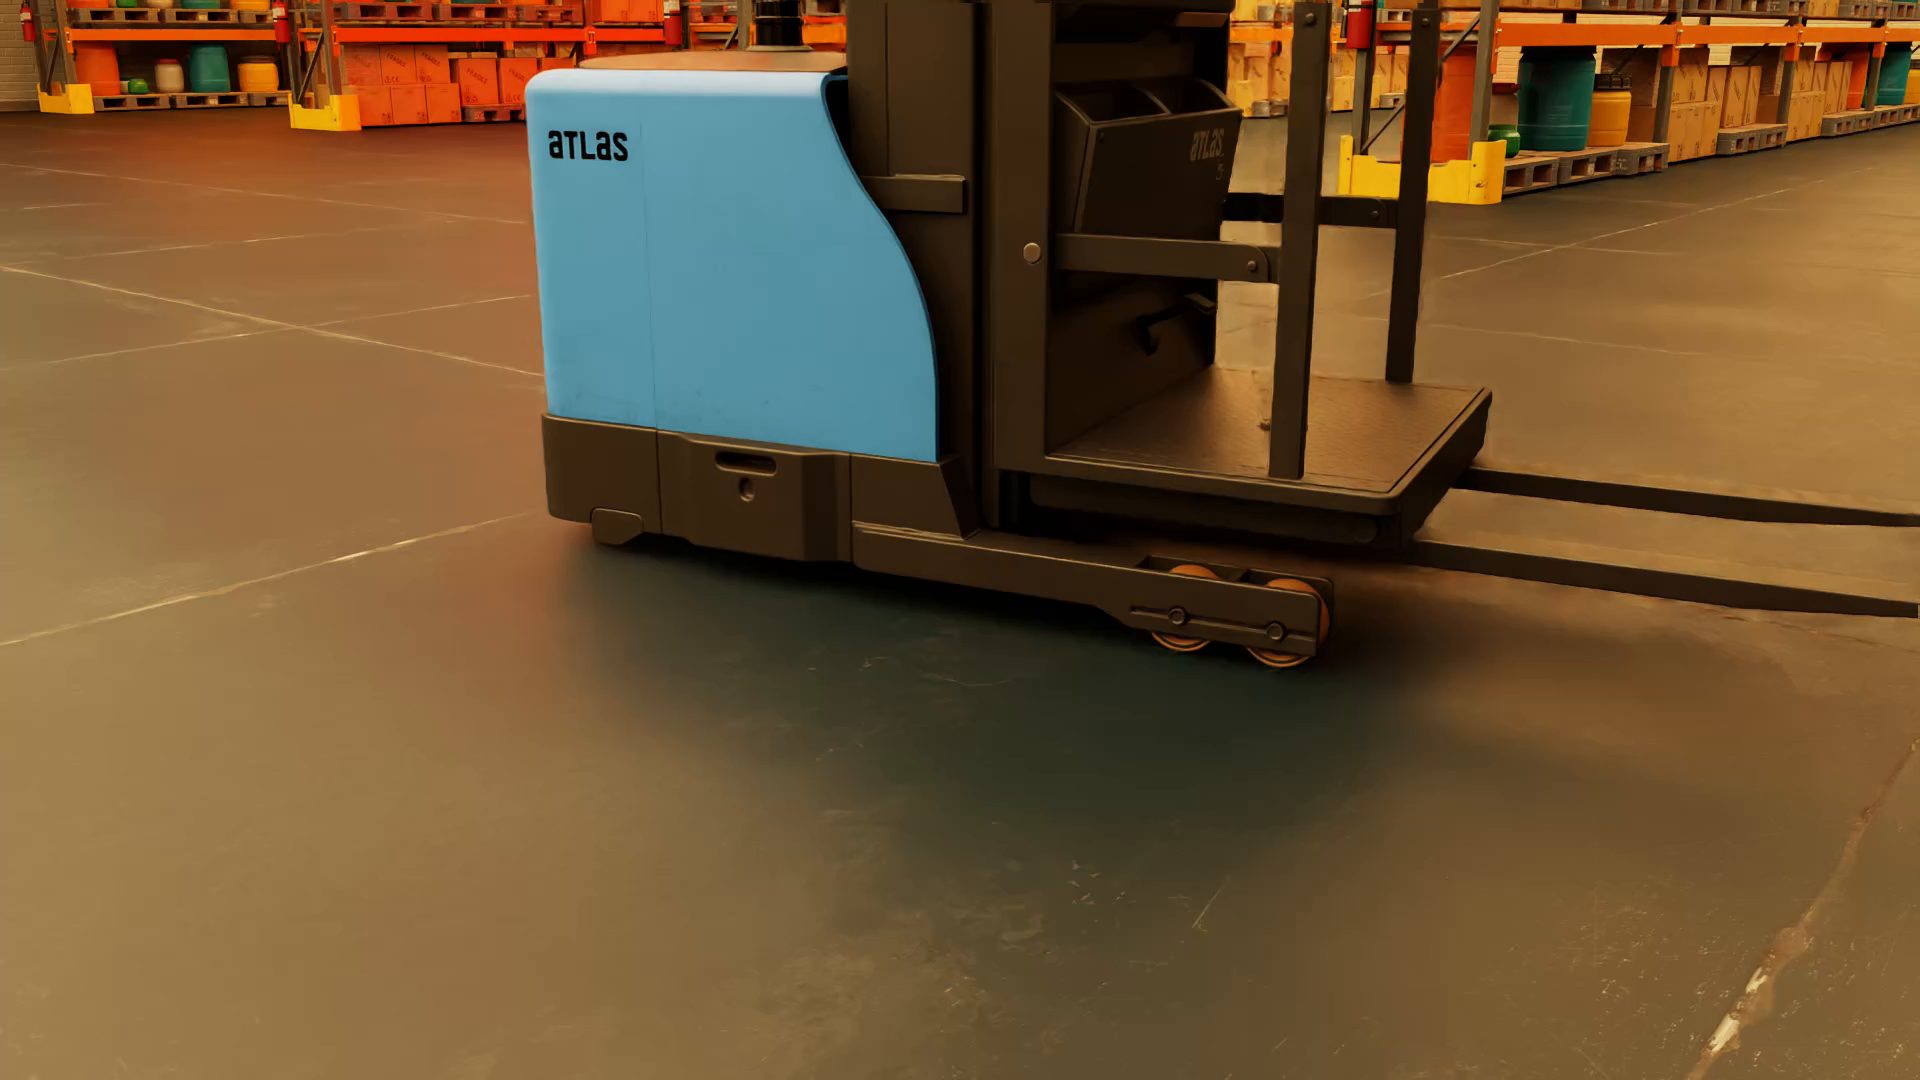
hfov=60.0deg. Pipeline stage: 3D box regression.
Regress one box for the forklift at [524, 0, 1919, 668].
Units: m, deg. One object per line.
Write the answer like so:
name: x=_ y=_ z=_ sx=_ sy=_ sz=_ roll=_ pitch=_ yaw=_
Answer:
forklift: x=0.582 y=-1.337 z=3.300 sx=3.031 sy=2.935 sz=1.130 roll=8 pitch=19 yaw=25
